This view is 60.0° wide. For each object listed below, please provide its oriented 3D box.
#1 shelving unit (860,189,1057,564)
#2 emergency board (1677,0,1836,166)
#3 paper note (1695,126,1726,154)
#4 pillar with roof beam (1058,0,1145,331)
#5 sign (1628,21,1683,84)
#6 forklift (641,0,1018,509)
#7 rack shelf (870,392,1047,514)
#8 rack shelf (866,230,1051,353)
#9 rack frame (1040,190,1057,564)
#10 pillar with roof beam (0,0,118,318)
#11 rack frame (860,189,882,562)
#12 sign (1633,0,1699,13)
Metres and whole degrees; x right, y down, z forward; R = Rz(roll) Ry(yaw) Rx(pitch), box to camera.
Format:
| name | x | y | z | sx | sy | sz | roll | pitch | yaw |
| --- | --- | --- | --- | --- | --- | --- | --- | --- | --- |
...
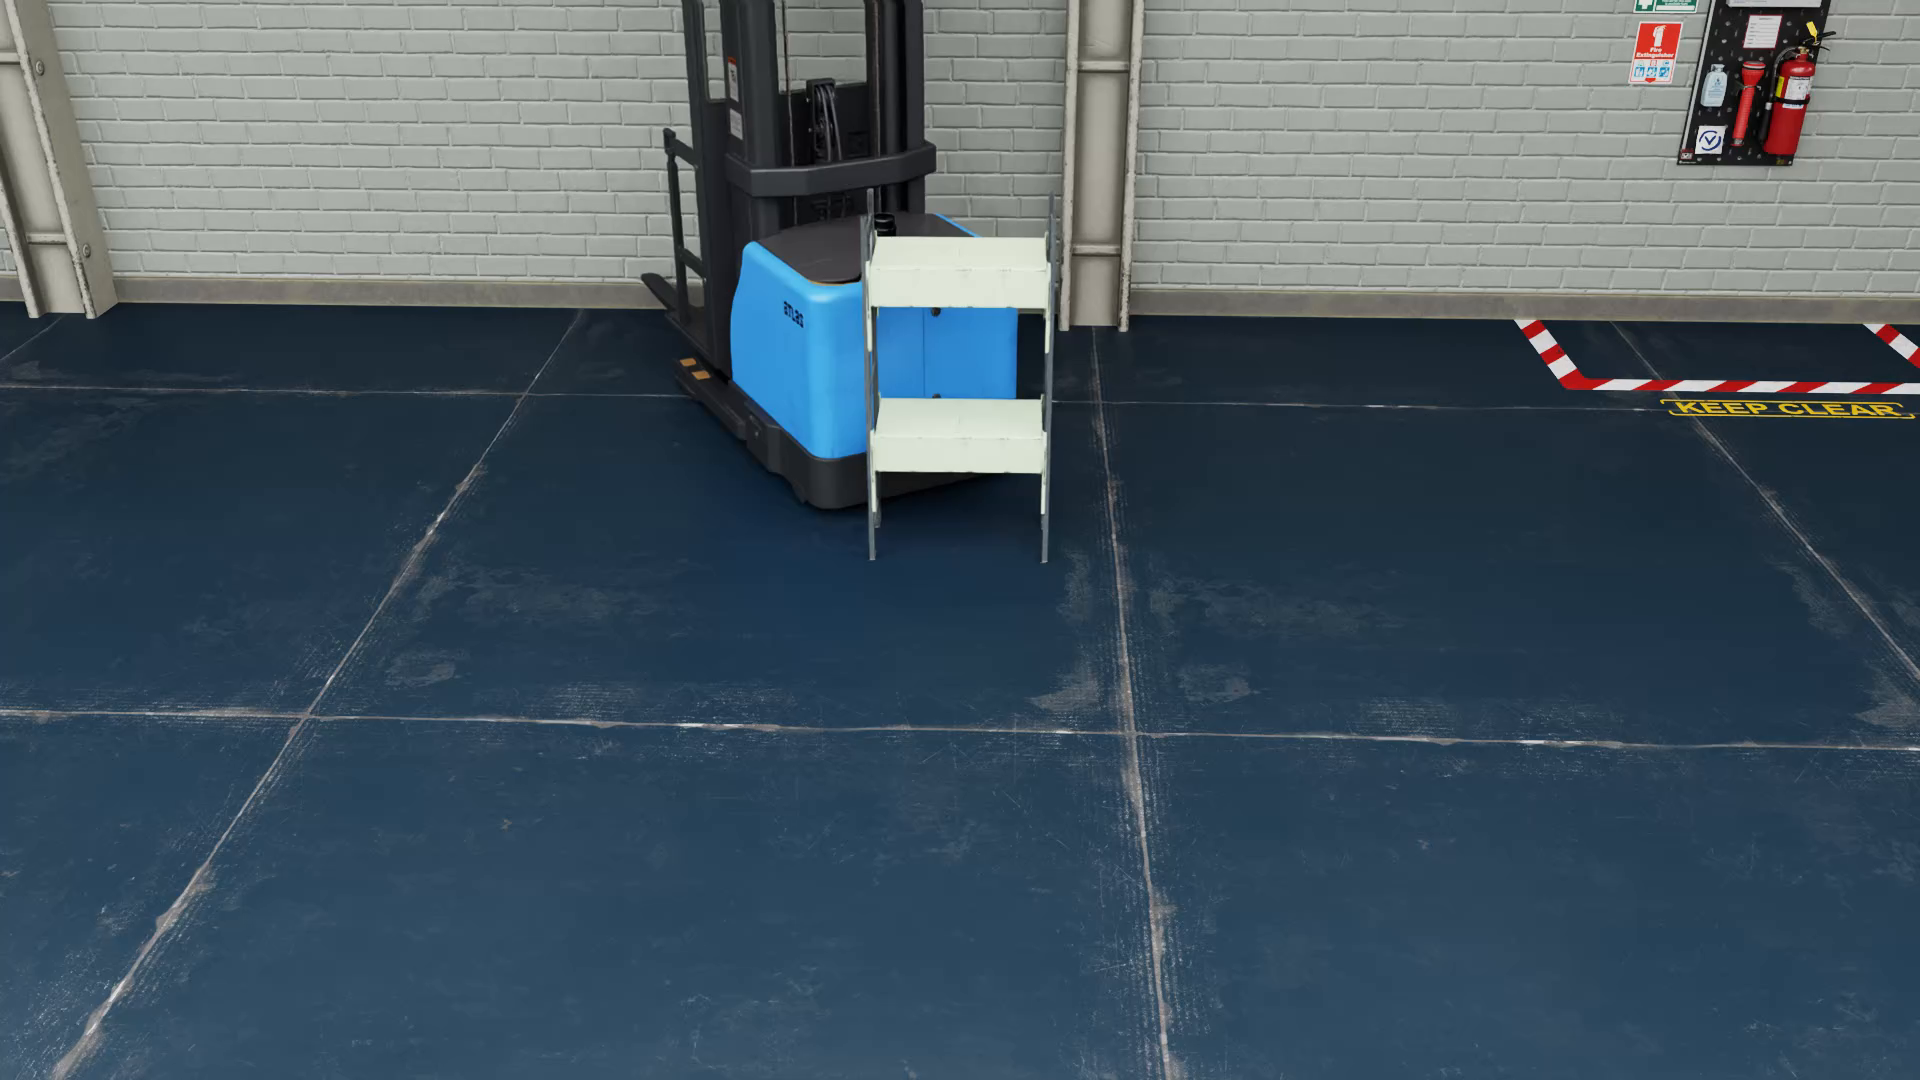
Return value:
| name | x | y | z | sx | sy | sz | roll | pitch | yaw |
| --- | --- | --- | --- | --- | --- | --- | --- | --- | --- |
| shelving unit | -0.001 | -0.661 | 6.893 | 0.755 | 1.500 | 0.431 | 1 | 28 | 1 |
| emergency board | 4.297 | -2.552 | 8.861 | 0.643 | 1.169 | 0.194 | 1 | 28 | 2 |
| paper note | 4.122 | -2.198 | 9.133 | 0.142 | 0.148 | 0.016 | 1 | 28 | 2 |
| pillar with roof beam | 0.617 | -3.228 | 3.731 | 0.400 | 9.000 | 9.100 | 1 | 28 | 2 |
| sign | 3.748 | -2.625 | 8.961 | 0.234 | 0.329 | 0.001 | 1 | 28 | 2 |
| forklift | -0.858 | -2.092 | 8.067 | 1.130 | 2.935 | 3.031 | -14 | 31 | -24 |
| rack shelf | -0.001 | -0.372 | 7.044 | 0.720 | 0.370 | 0.431 | 1 | 28 | 1 |
| rack shelf | -0.001 | -1.006 | 6.711 | 0.720 | 0.370 | 0.431 | 1 | 28 | 1 |
| rack frame | 0.365 | -0.656 | 6.884 | 0.023 | 1.500 | 0.400 | 1 | 28 | 1 |
| pillar with roof beam | -5.380 | -3.327 | 3.918 | 0.400 | 9.000 | 9.100 | 1 | 28 | 2 |
| rack frame | -0.367 | -0.665 | 6.901 | 0.023 | 1.500 | 0.400 | 1 | 28 | 1 |
| sign | 3.752 | -2.855 | 8.829 | 0.331 | 0.109 | 0.001 | 1 | 28 | 2 |
